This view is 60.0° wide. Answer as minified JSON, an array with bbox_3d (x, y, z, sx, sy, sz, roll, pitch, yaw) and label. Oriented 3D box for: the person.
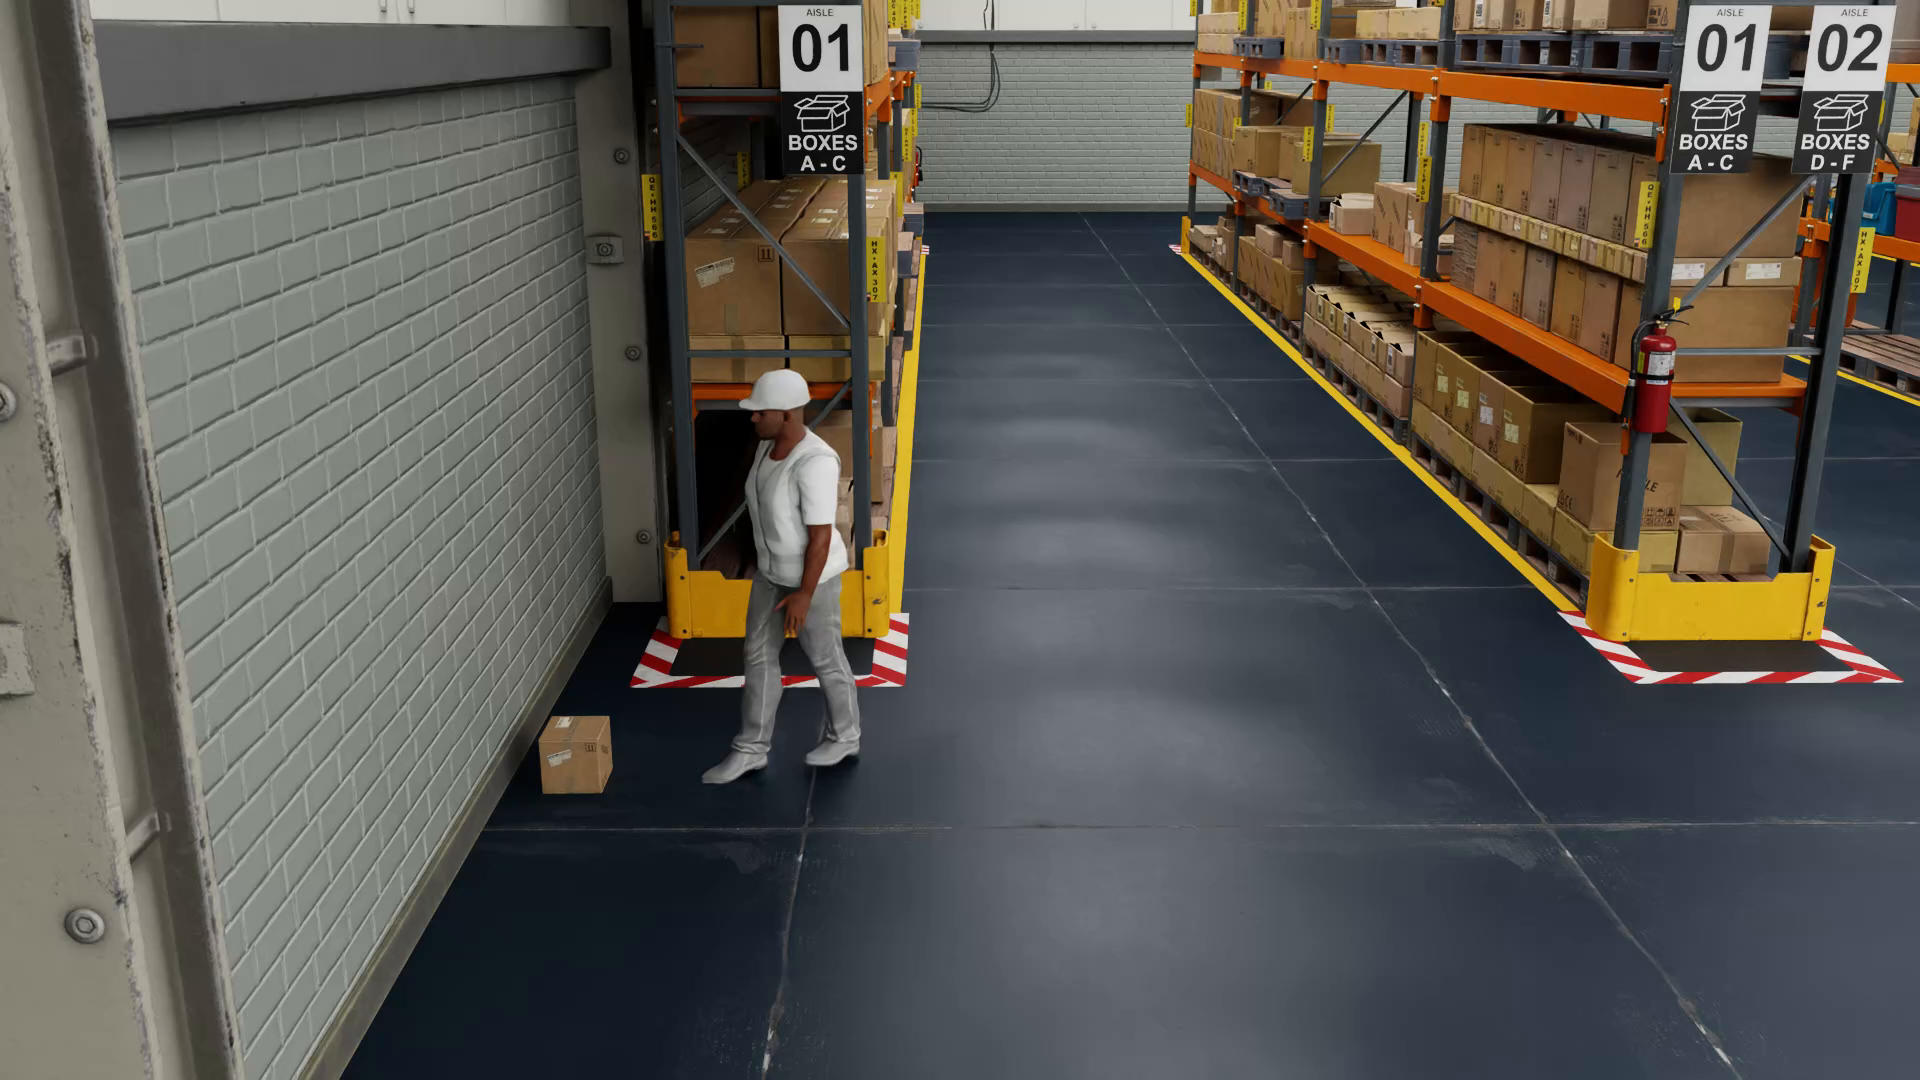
[{"bbox_3d":[-0.745,0.161,6.966,0.701,1.778,0.592,-14,22,-38],"label":"person"}]
